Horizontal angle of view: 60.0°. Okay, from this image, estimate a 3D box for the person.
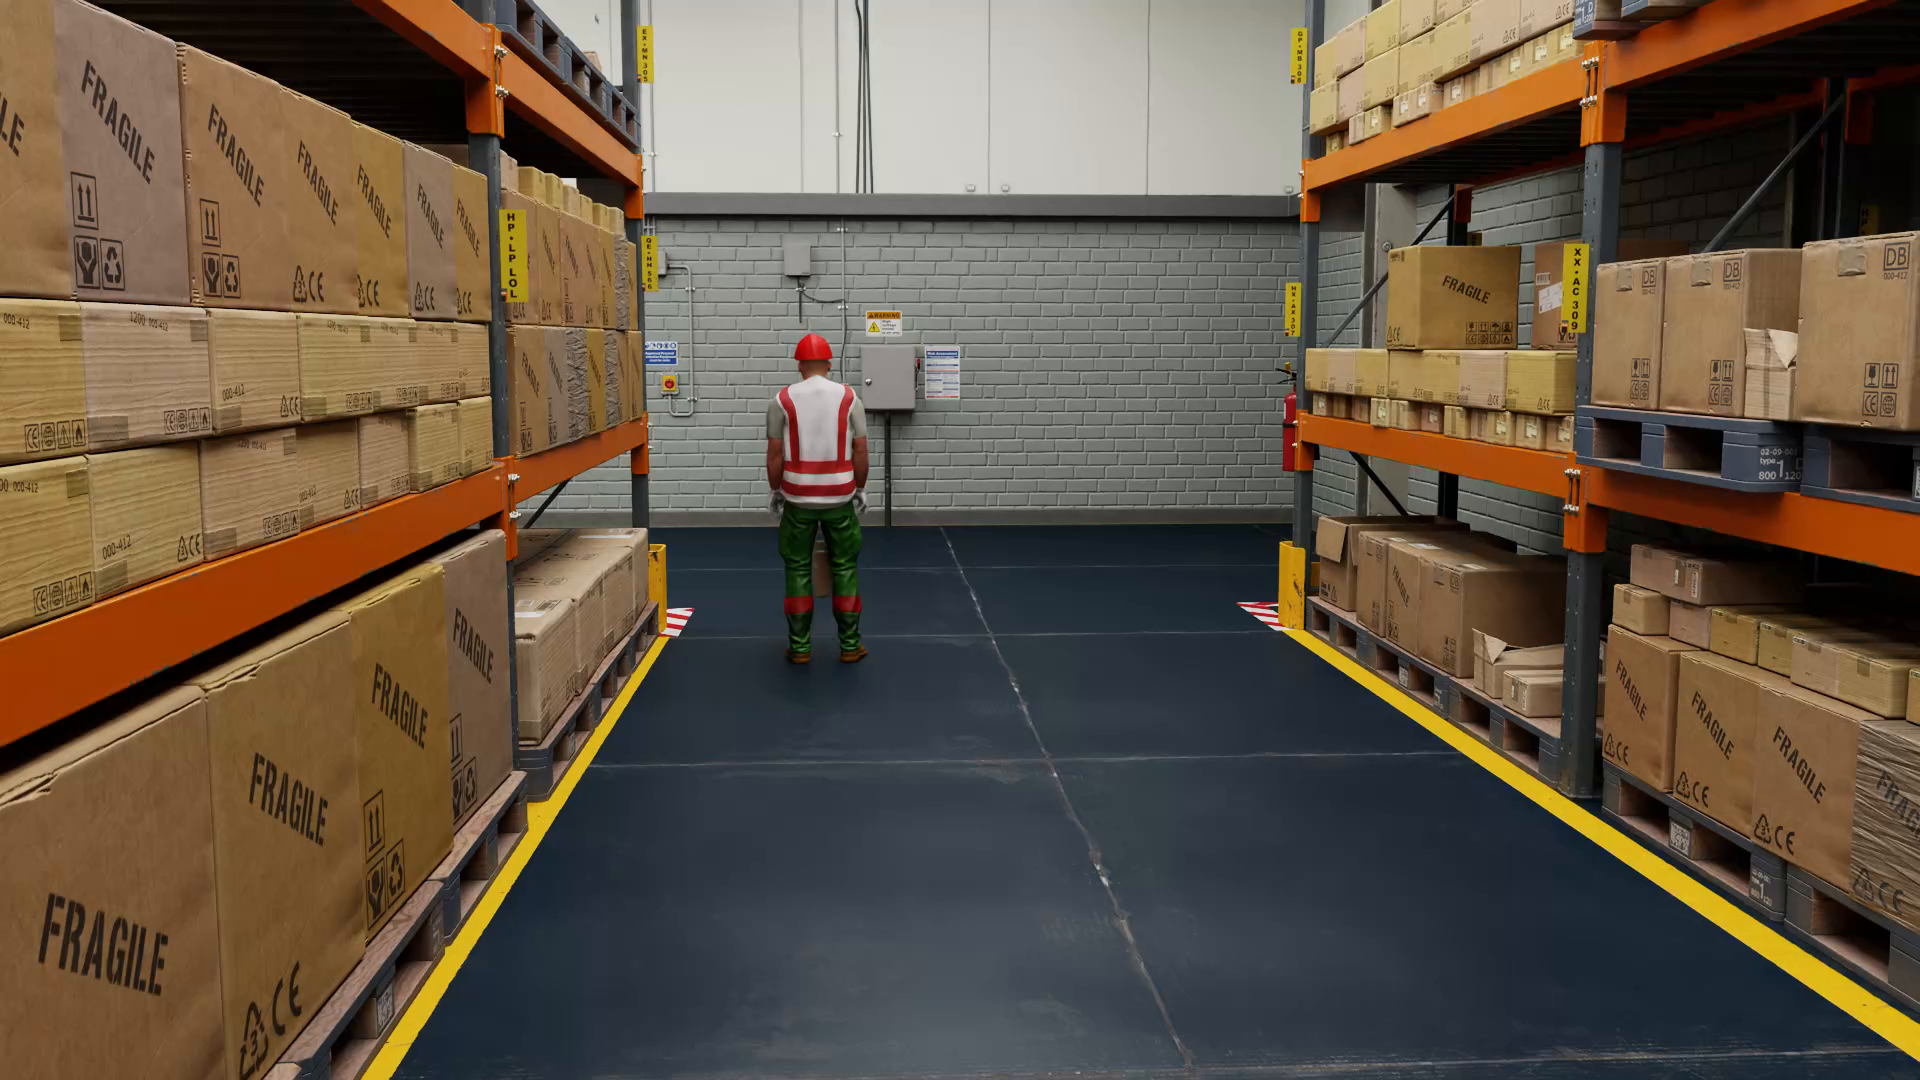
[{"bbox_3d":[-0.772,-0.224,9.046,0.555,1.784,0.422,-1,7,-7],"label":"person"}]
